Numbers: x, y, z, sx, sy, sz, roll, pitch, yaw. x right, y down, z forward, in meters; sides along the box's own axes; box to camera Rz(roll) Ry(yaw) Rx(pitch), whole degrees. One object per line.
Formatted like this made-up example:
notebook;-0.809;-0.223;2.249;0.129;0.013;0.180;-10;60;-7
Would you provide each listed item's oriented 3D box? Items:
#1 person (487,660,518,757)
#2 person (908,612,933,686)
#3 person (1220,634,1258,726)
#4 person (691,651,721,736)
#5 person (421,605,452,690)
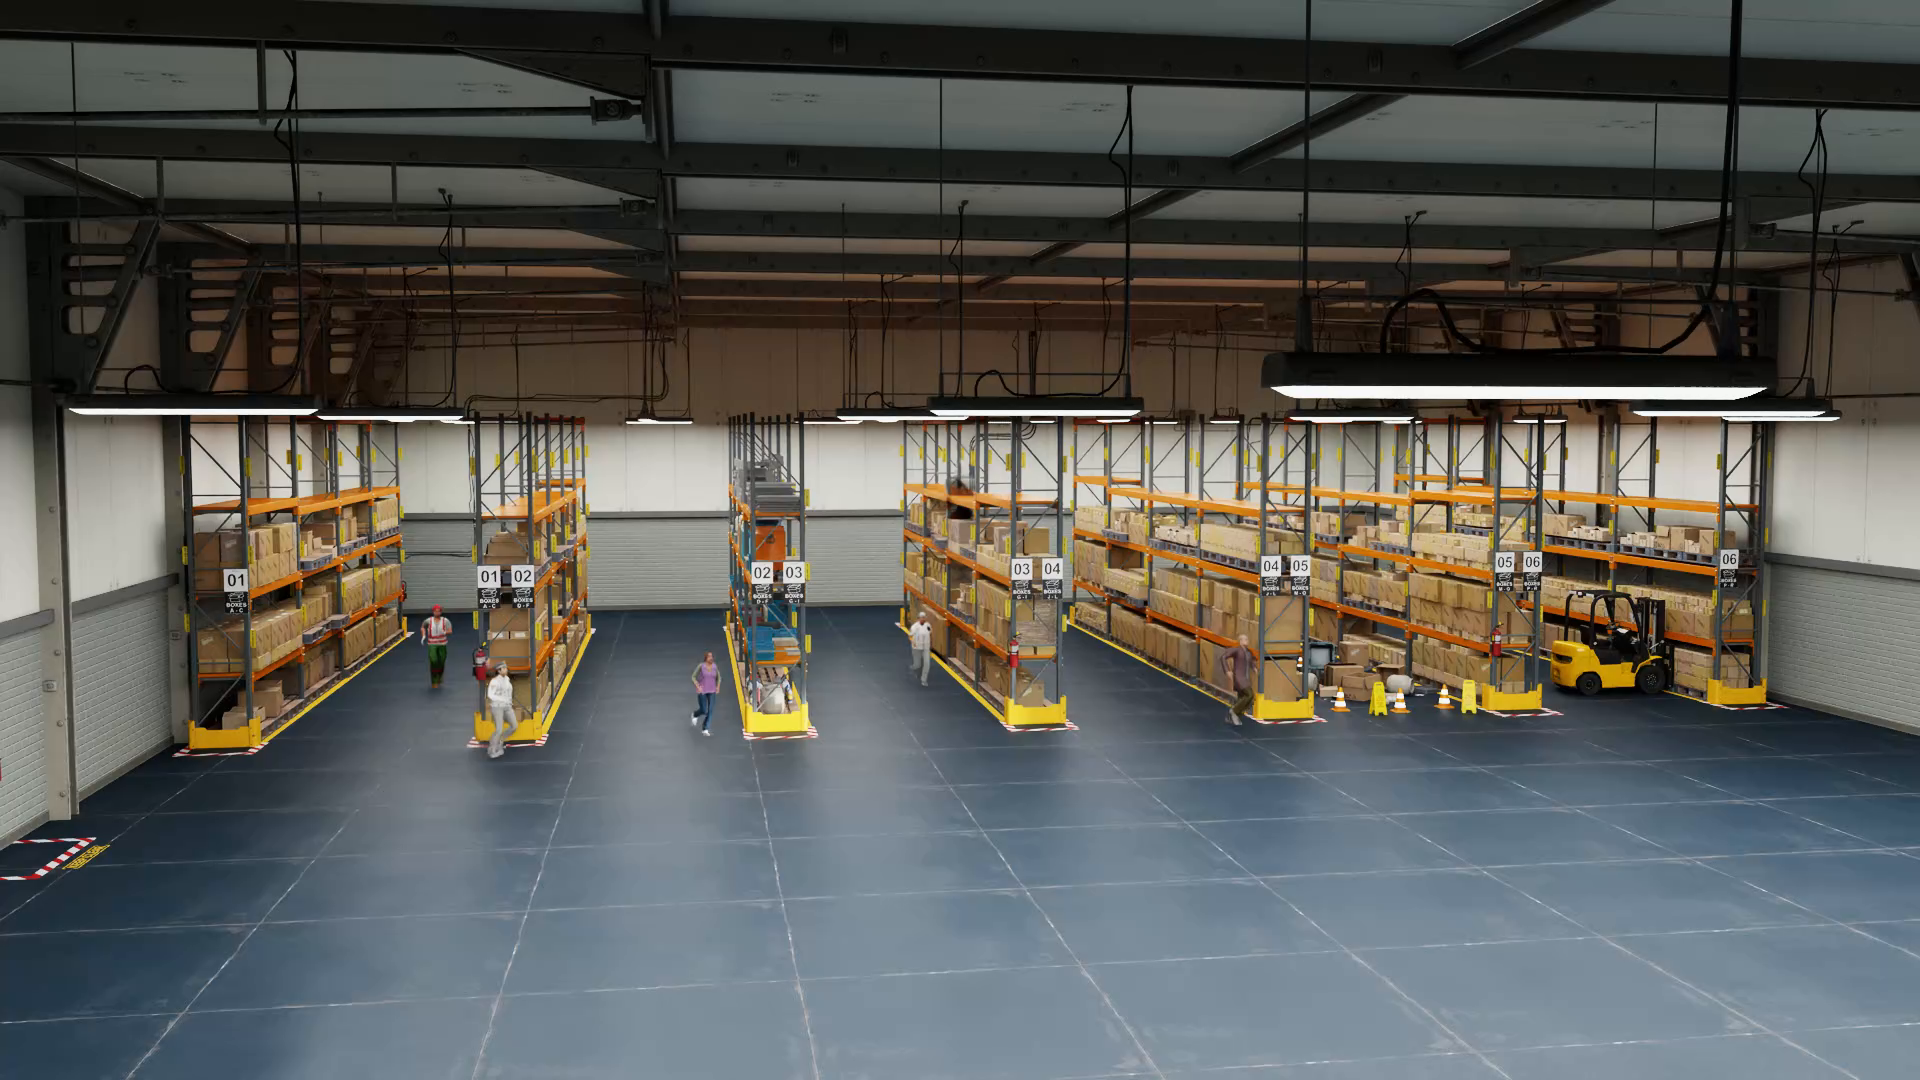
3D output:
person;-7.932;2.921;28.917;0.550;1.667;0.622;2;4;26
person;-0.872;2.403;36.968;0.597;1.634;0.754;-1;4;-18
person;5.417;2.679;31.933;0.641;1.723;0.721;3;5;38
person;-4.739;2.855;31.075;0.563;1.580;0.564;-2;4;-30
person;-11.494;2.339;36.555;0.646;1.846;0.793;-2;4;-23
